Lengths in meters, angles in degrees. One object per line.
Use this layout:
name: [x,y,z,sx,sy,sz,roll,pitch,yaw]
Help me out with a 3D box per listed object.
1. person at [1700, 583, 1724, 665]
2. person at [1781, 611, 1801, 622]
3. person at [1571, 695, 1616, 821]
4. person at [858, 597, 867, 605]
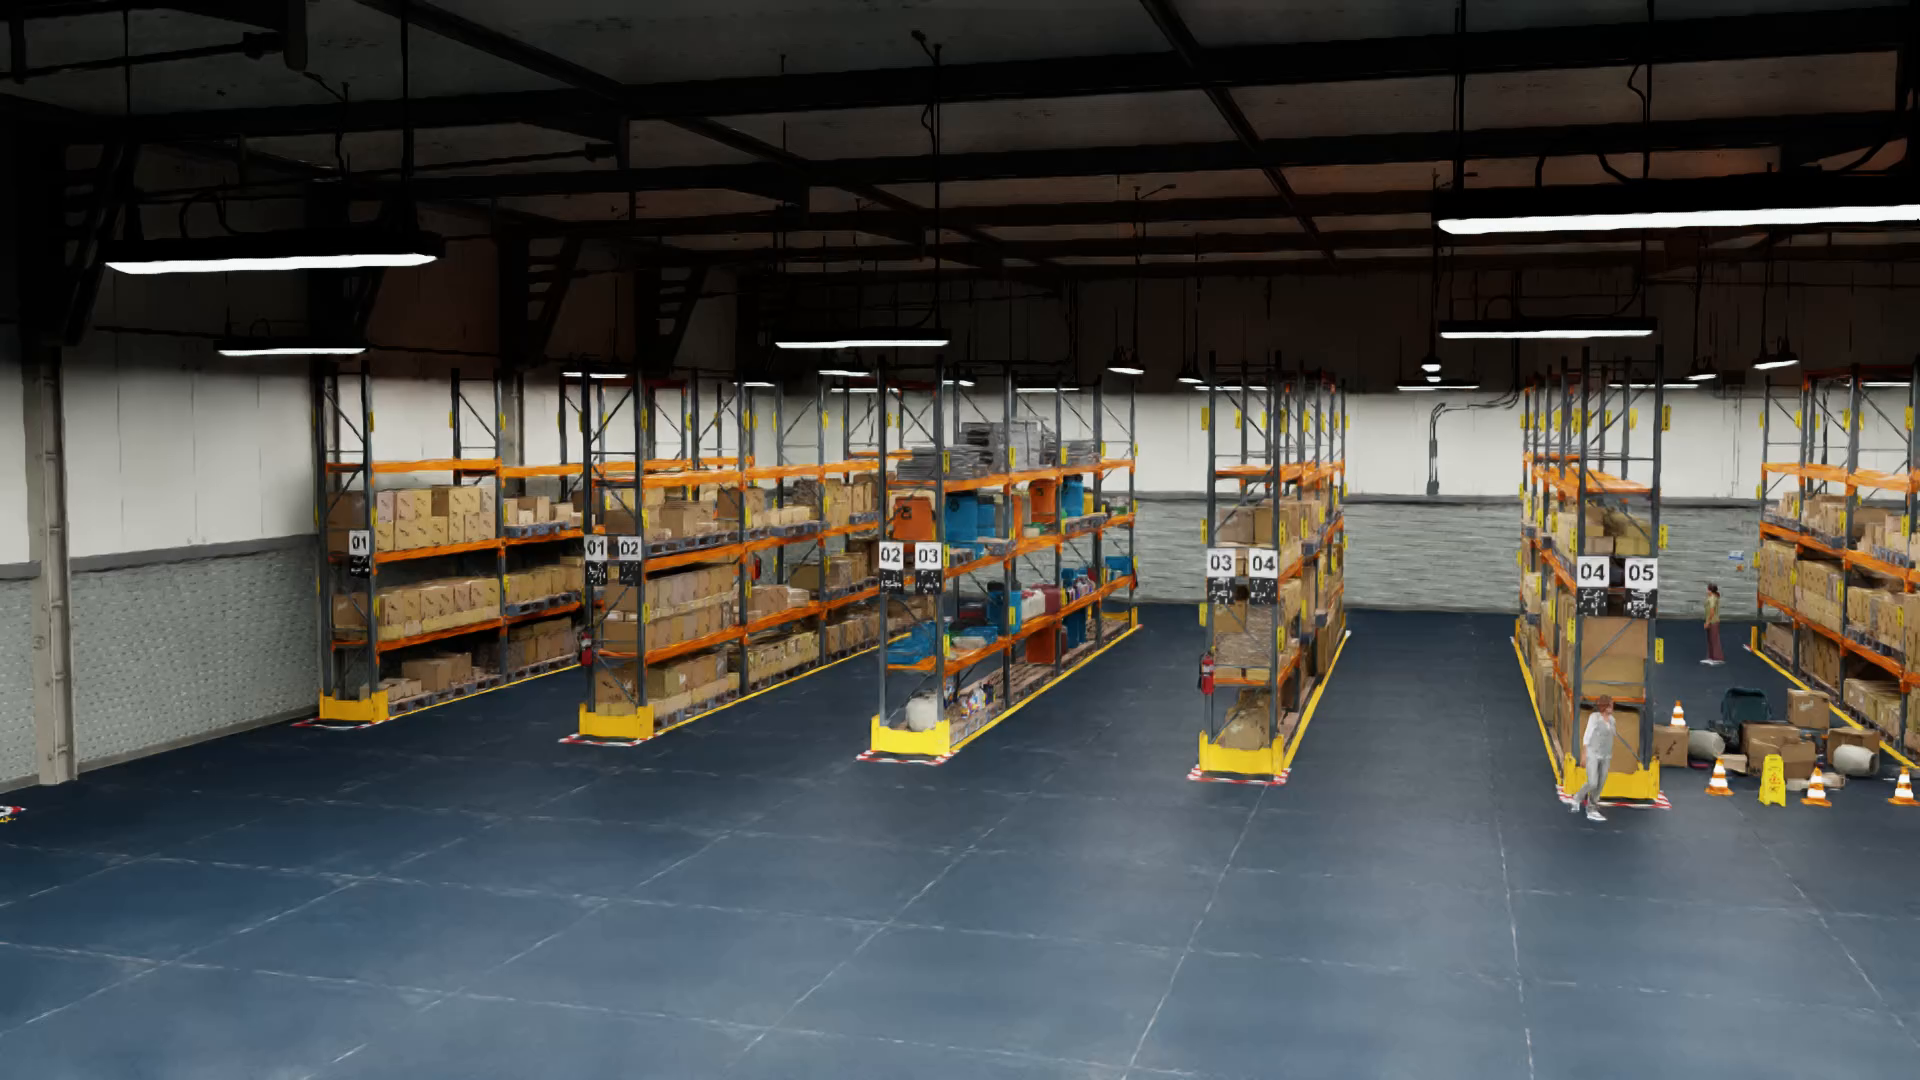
person: [15.523,1.722,34.271,0.464,1.698,0.471,2,5,29]
person: [19.444,1.402,38.869,0.568,1.661,0.507,-2,5,-27]
person: [7.968,2.719,20.909,0.471,1.590,0.490,-2,4,-22]
person: [-2.417,1.055,42.471,0.412,1.788,0.656,0,4,-6]
